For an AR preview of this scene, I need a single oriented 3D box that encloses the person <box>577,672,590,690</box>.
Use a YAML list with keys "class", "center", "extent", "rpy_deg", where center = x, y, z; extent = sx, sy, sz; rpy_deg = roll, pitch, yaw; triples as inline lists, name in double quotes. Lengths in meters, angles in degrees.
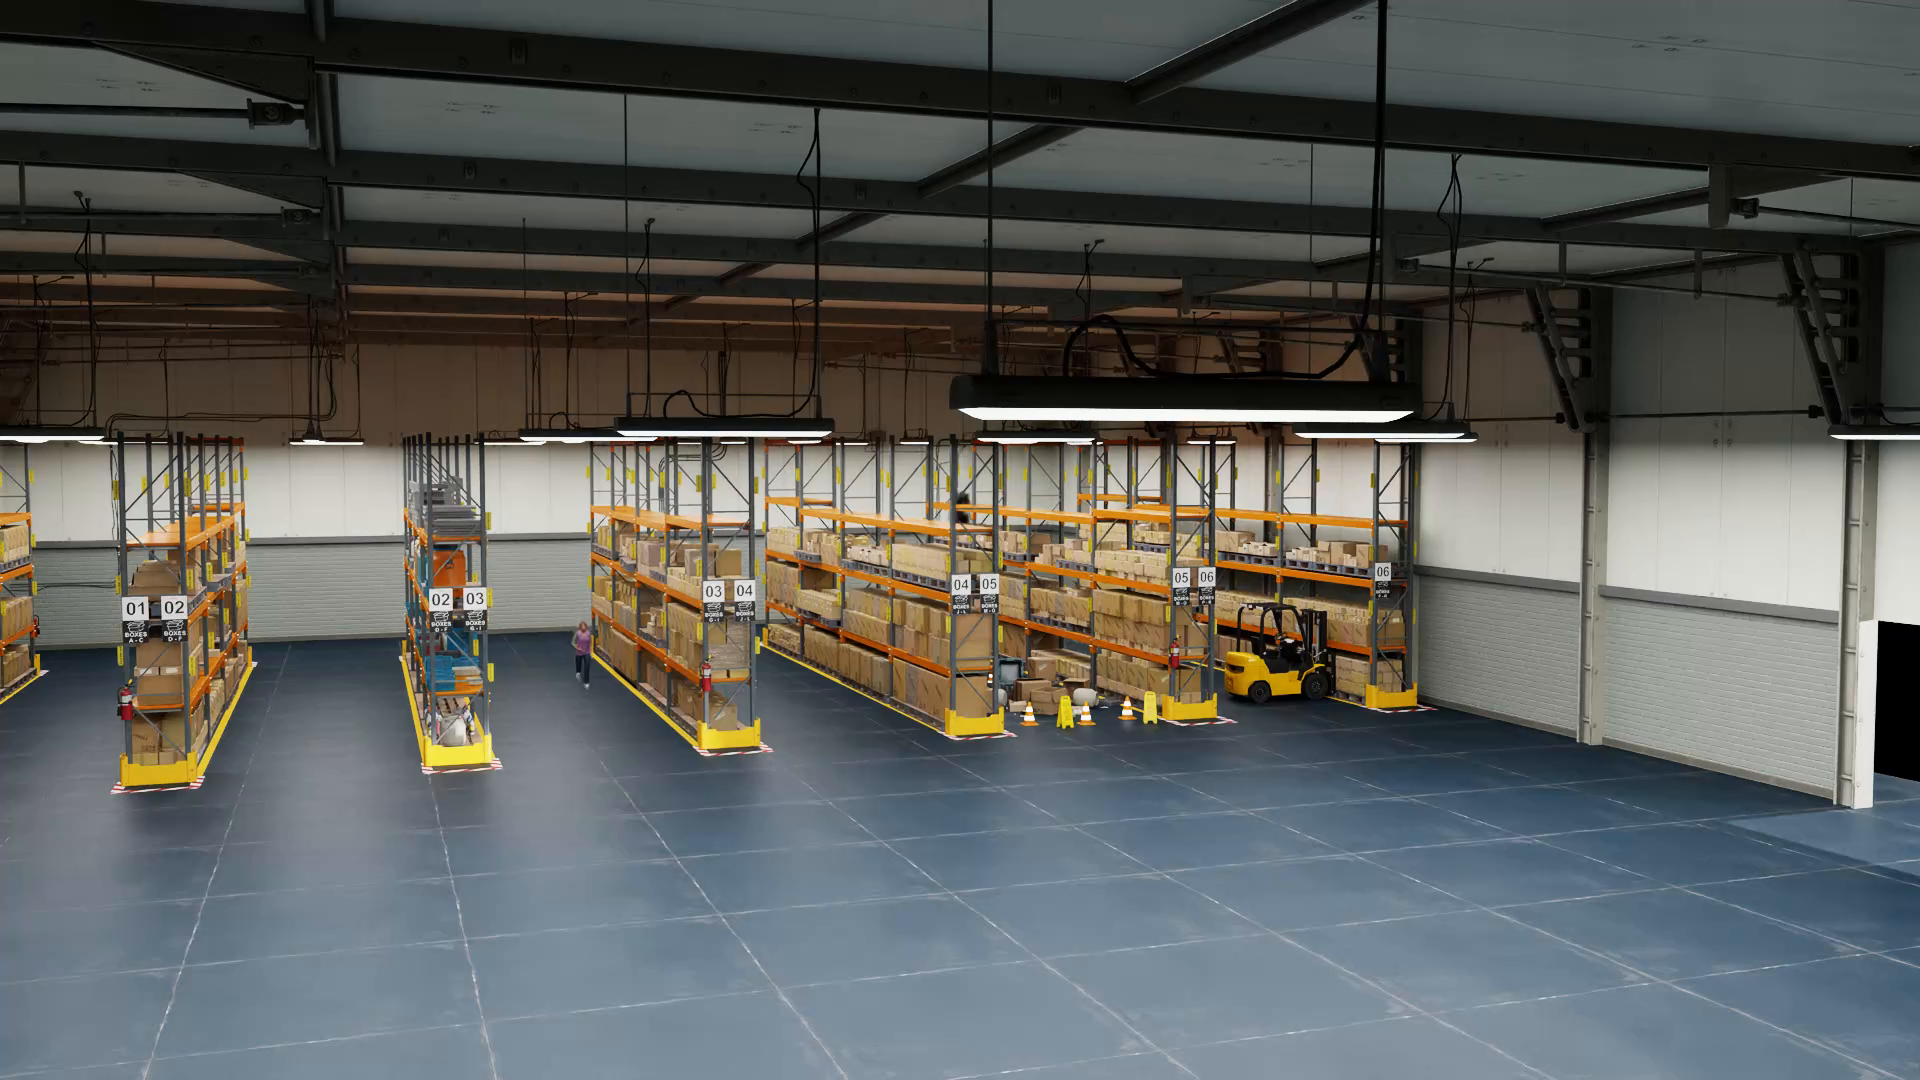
- class: "person"
  center: [-9.025, 3.318, 39.785]
  extent: [0.203, 0.435, 1.023]
  rpy_deg: [-1, 3, -20]
